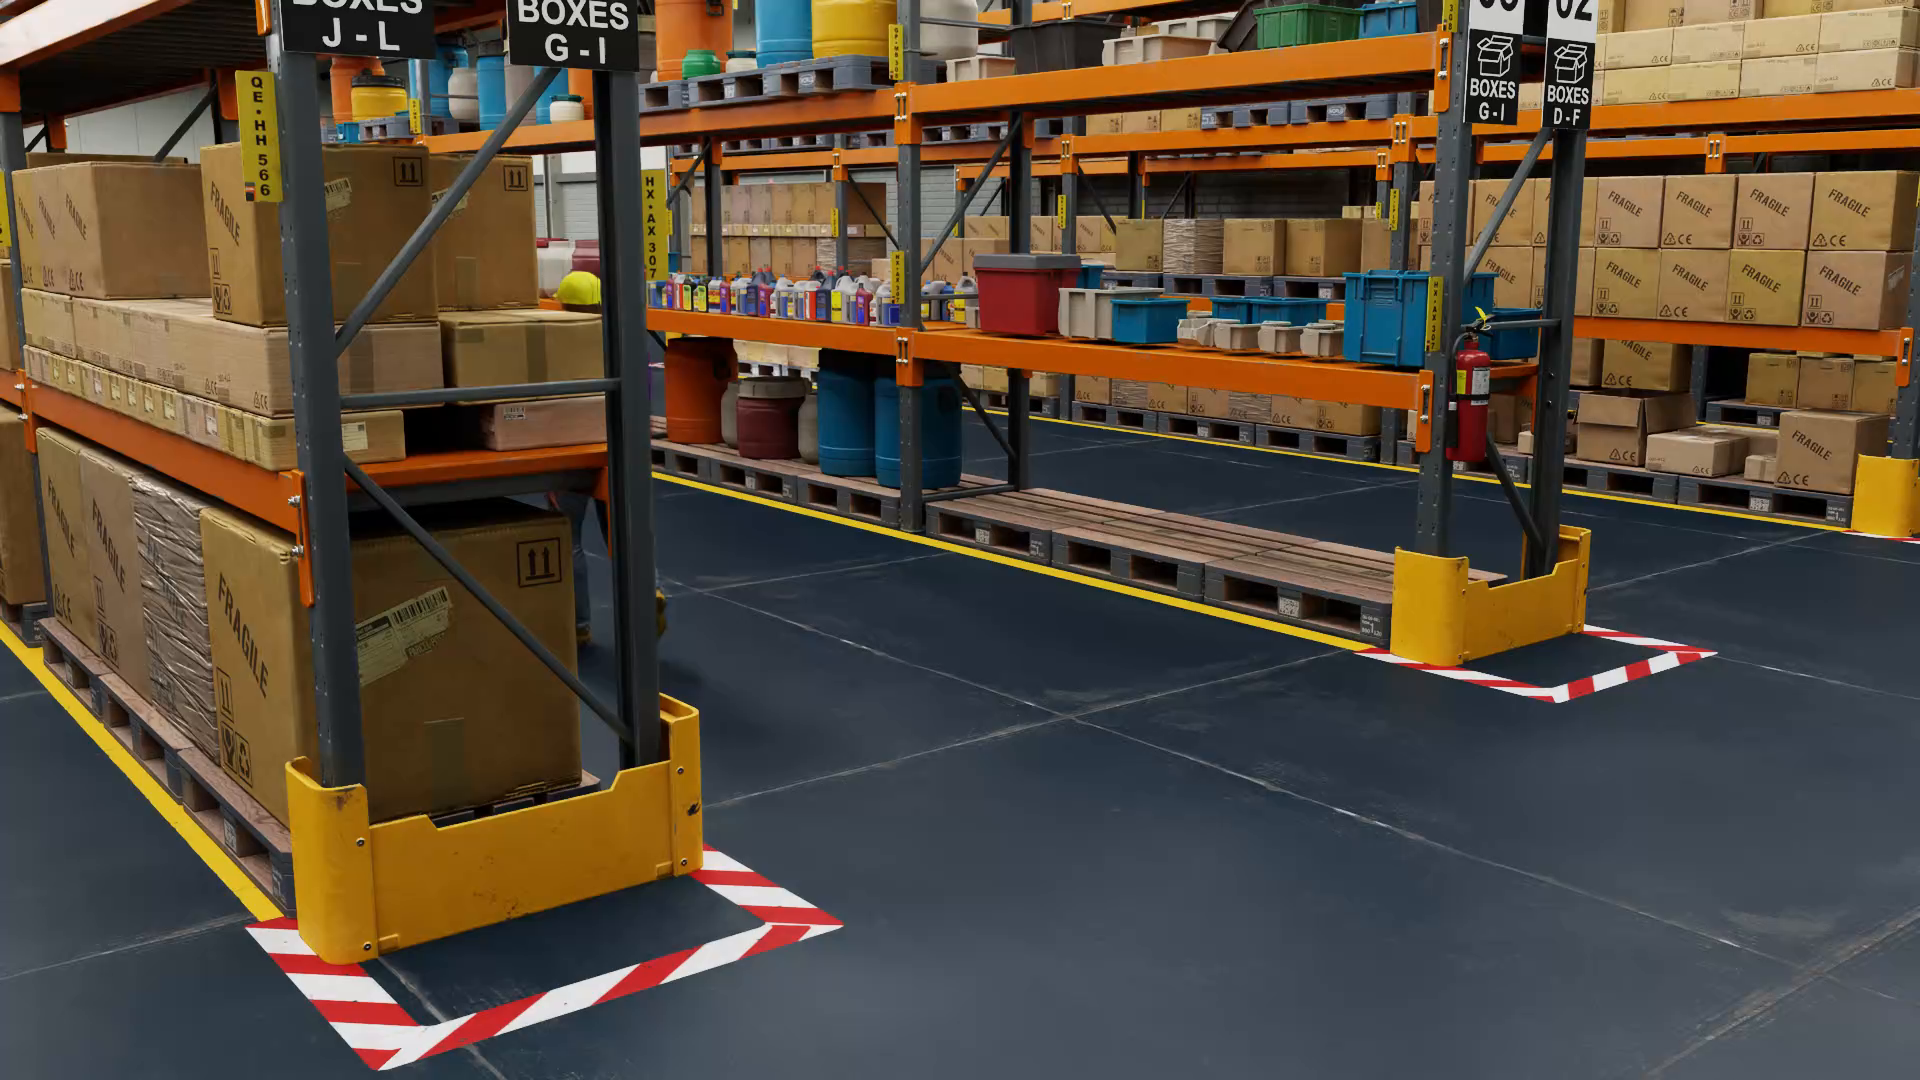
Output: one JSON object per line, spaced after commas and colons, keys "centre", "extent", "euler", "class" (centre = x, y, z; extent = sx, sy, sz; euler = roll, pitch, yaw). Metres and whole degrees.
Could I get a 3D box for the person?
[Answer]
{"centre": [-1.679, -0.357, 7.658], "extent": [0.568, 1.743, 0.813], "euler": [-7, 13, -32], "class": "person"}
